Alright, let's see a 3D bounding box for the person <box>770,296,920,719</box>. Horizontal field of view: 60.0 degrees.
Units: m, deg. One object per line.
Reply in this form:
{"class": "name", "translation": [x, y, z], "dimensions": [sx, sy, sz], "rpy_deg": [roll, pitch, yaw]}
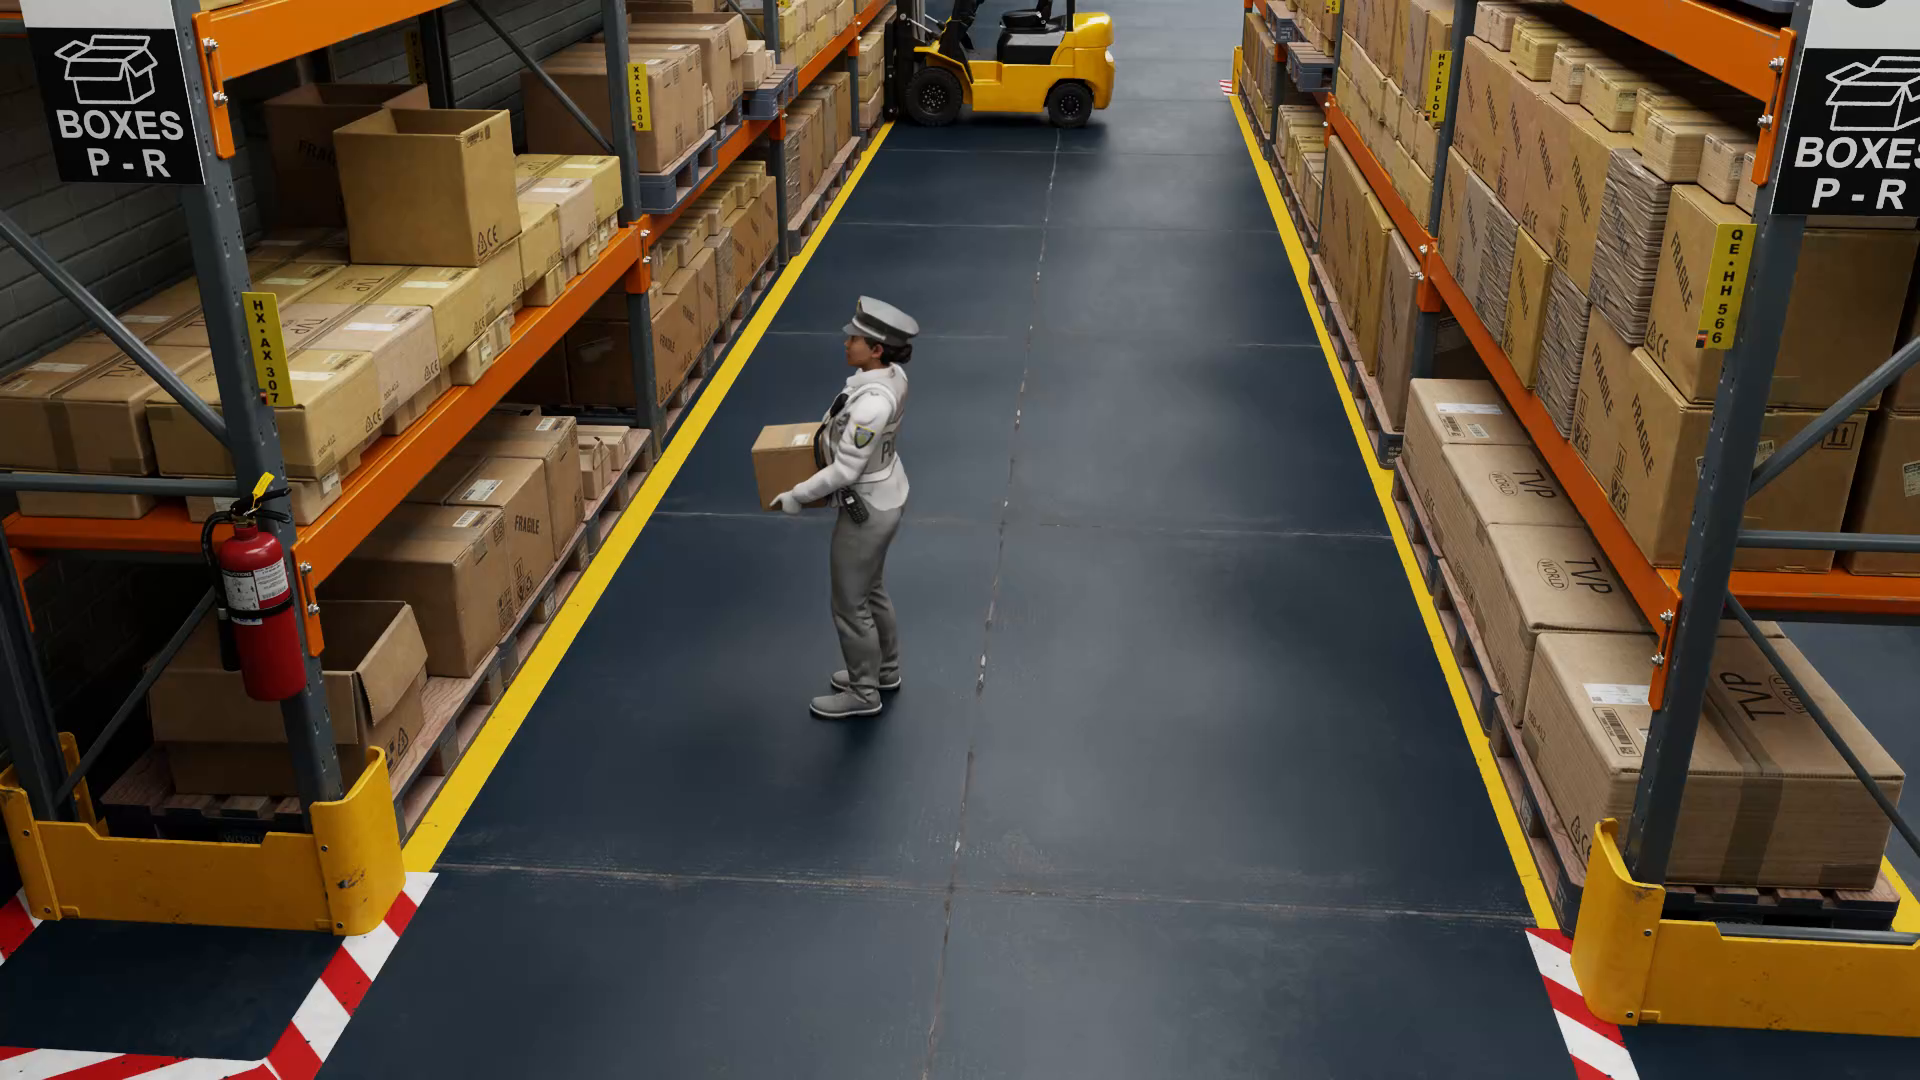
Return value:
{"class": "person", "translation": [-0.422, -0.120, 6.338], "dimensions": [0.556, 1.686, 0.459], "rpy_deg": [2, 25, 5]}
